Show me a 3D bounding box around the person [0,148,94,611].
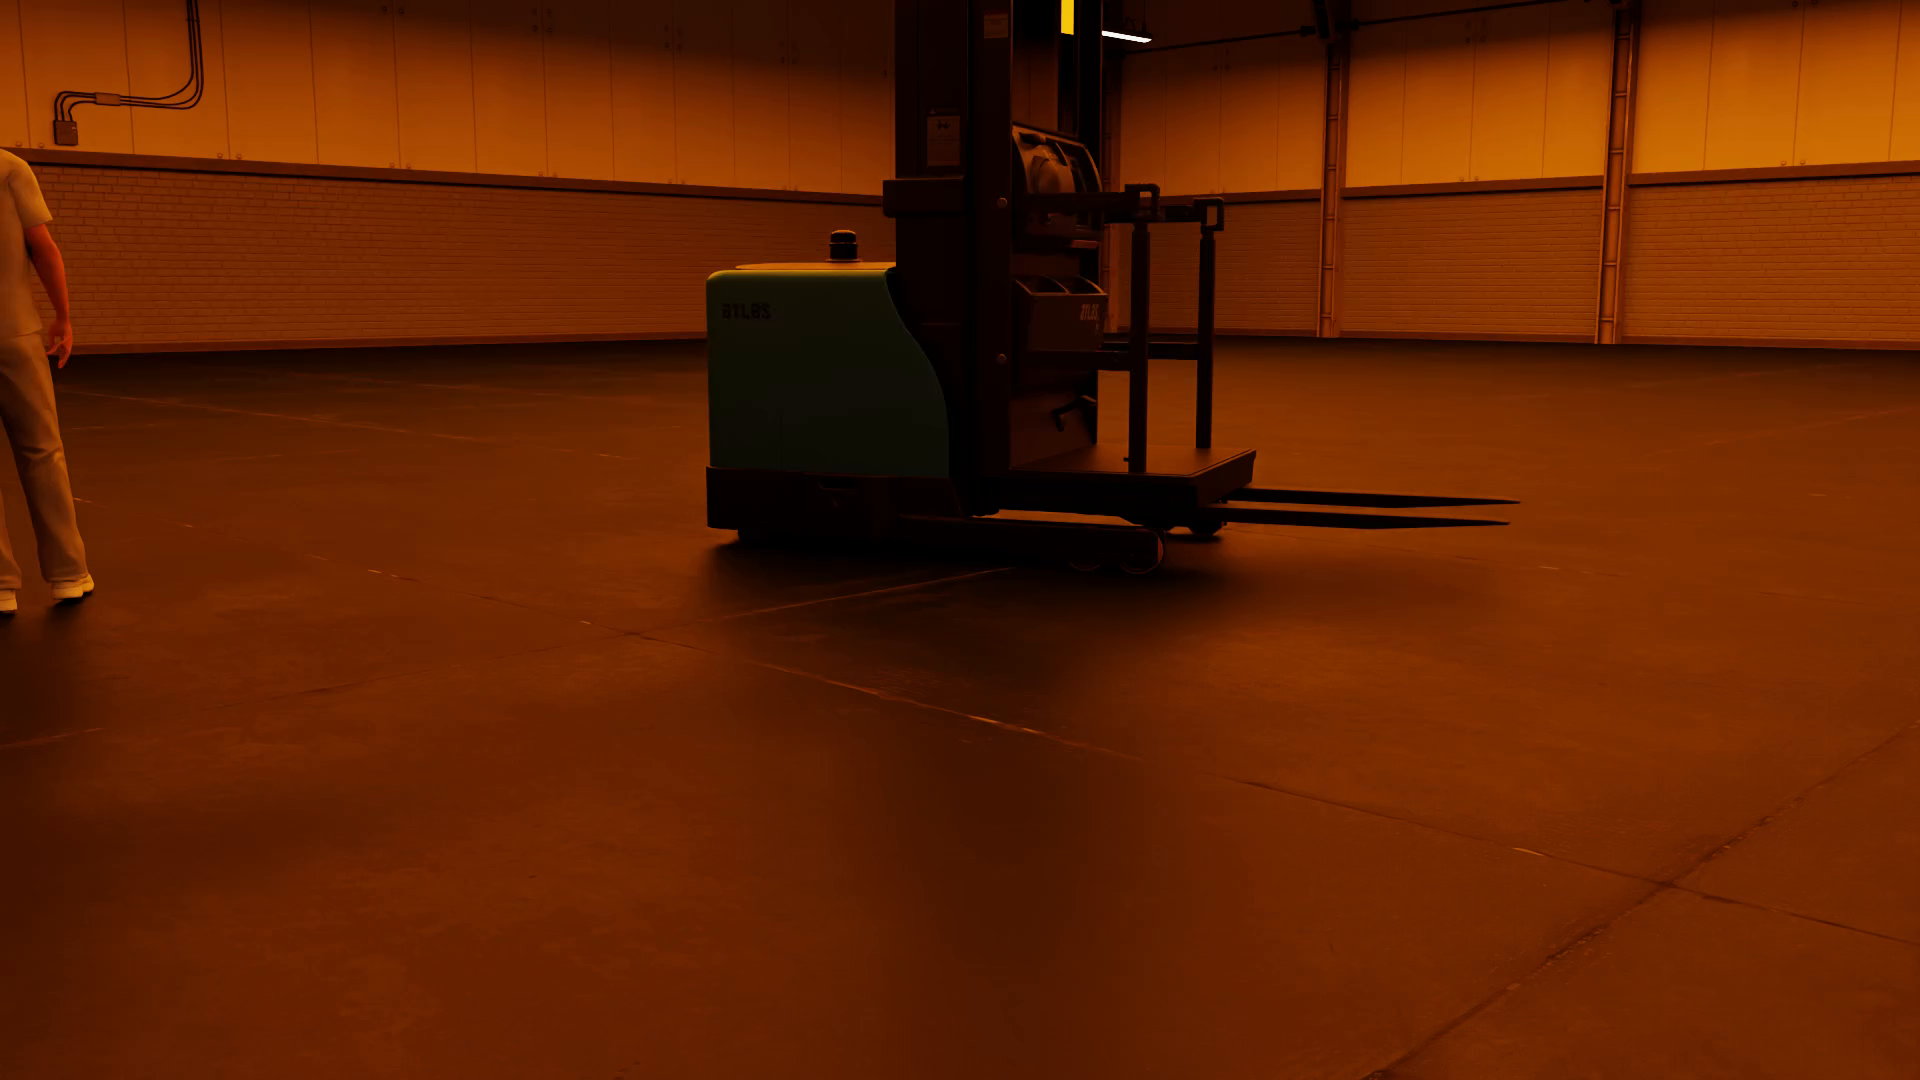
[{"bbox_3d":[-3.027,-0.616,5.130,0.547,1.675,0.551,-5,10,-31],"label":"person"}]

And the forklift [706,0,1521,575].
[{"bbox_3d":[0.565,-1.416,6.275,3.031,2.935,1.130,3,9,22],"label":"forklift"}]
